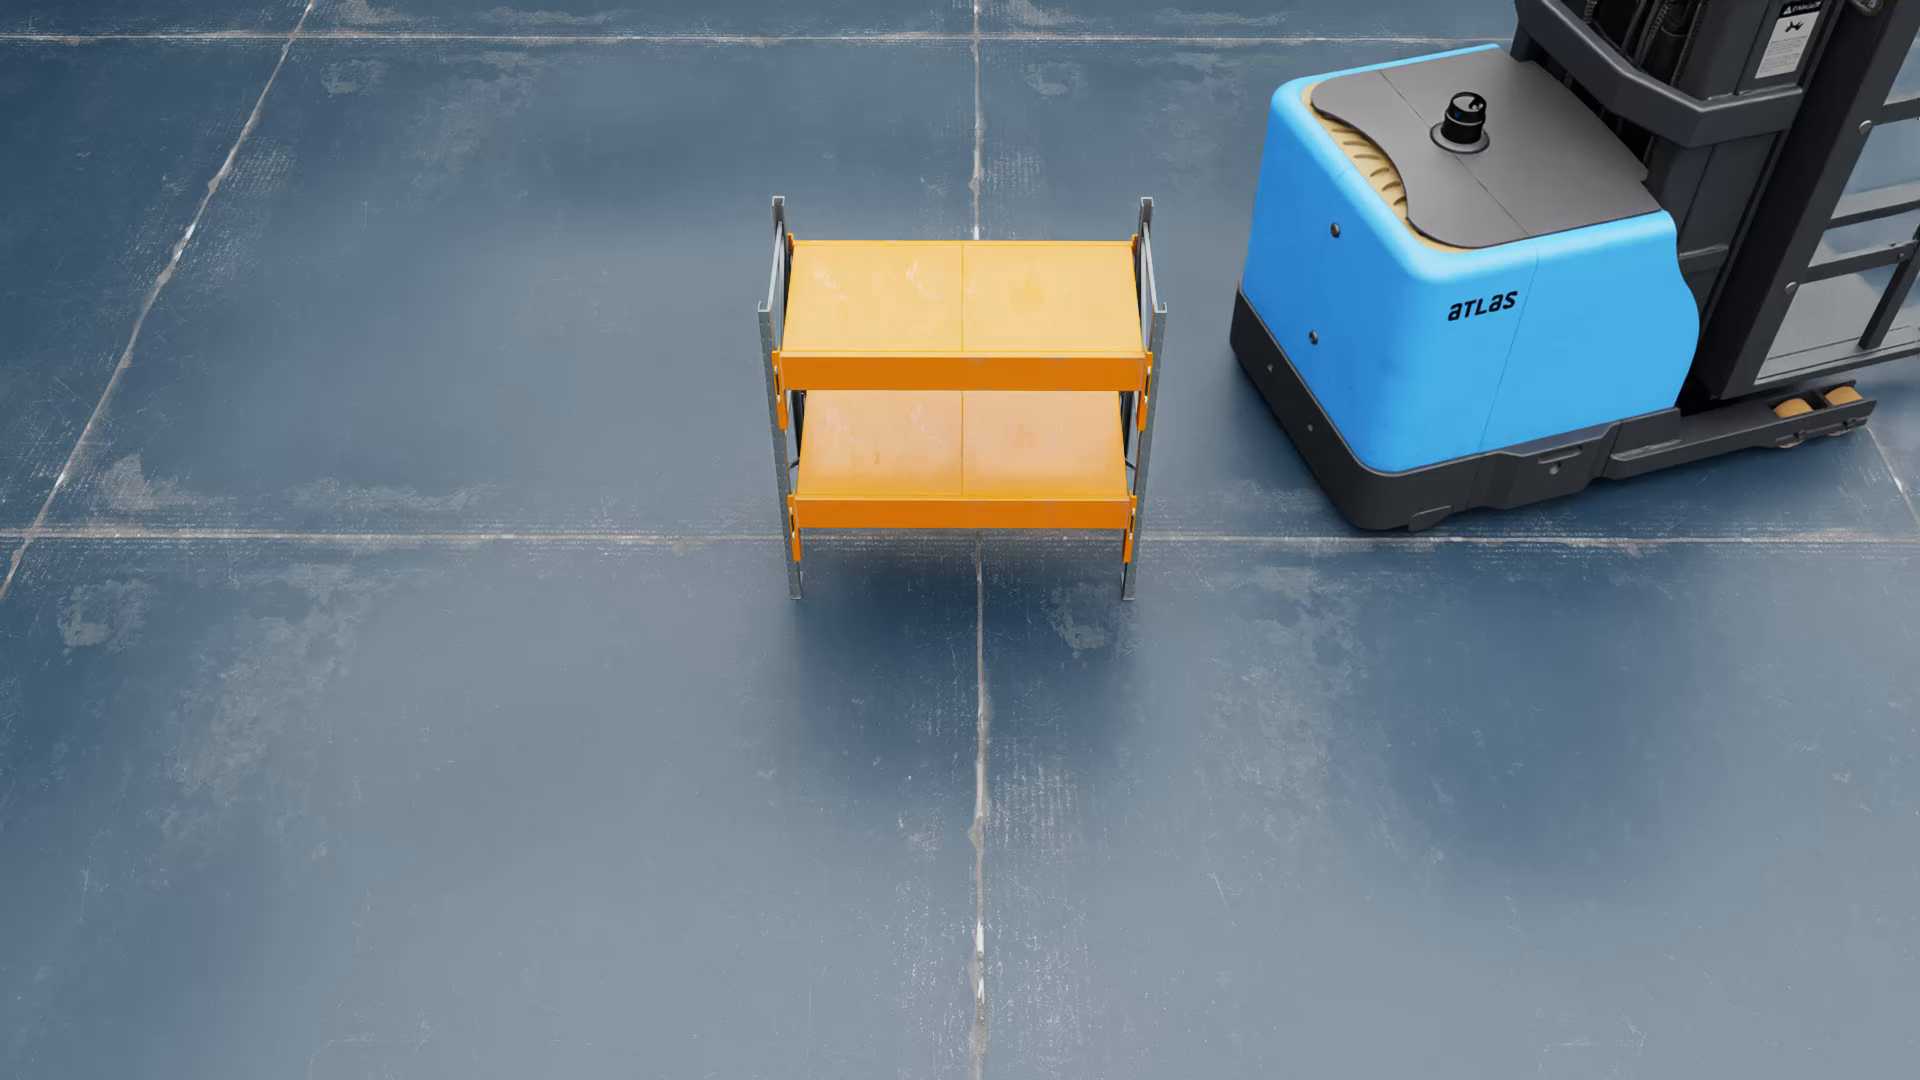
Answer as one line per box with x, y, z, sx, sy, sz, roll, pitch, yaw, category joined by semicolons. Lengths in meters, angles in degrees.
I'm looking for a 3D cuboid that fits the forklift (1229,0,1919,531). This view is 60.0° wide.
2.514;-1.662;4.794;3.031;2.935;1.130;-13;48;-12;forklift

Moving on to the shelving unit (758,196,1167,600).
0.007;-0.383;4.838;1.048;1.125;0.538;0;47;0;shelving unit

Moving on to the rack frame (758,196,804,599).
-0.502;-0.385;4.840;0.032;1.125;0.500;0;47;0;rack frame

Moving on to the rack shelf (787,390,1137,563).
0.007;-0.217;5.017;1.000;0.278;0.538;0;47;0;rack shelf

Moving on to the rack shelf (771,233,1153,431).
0.007;-0.583;4.624;1.000;0.278;0.538;0;47;0;rack shelf

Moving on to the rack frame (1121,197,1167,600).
0.515;-0.382;4.837;0.032;1.125;0.500;0;47;0;rack frame
